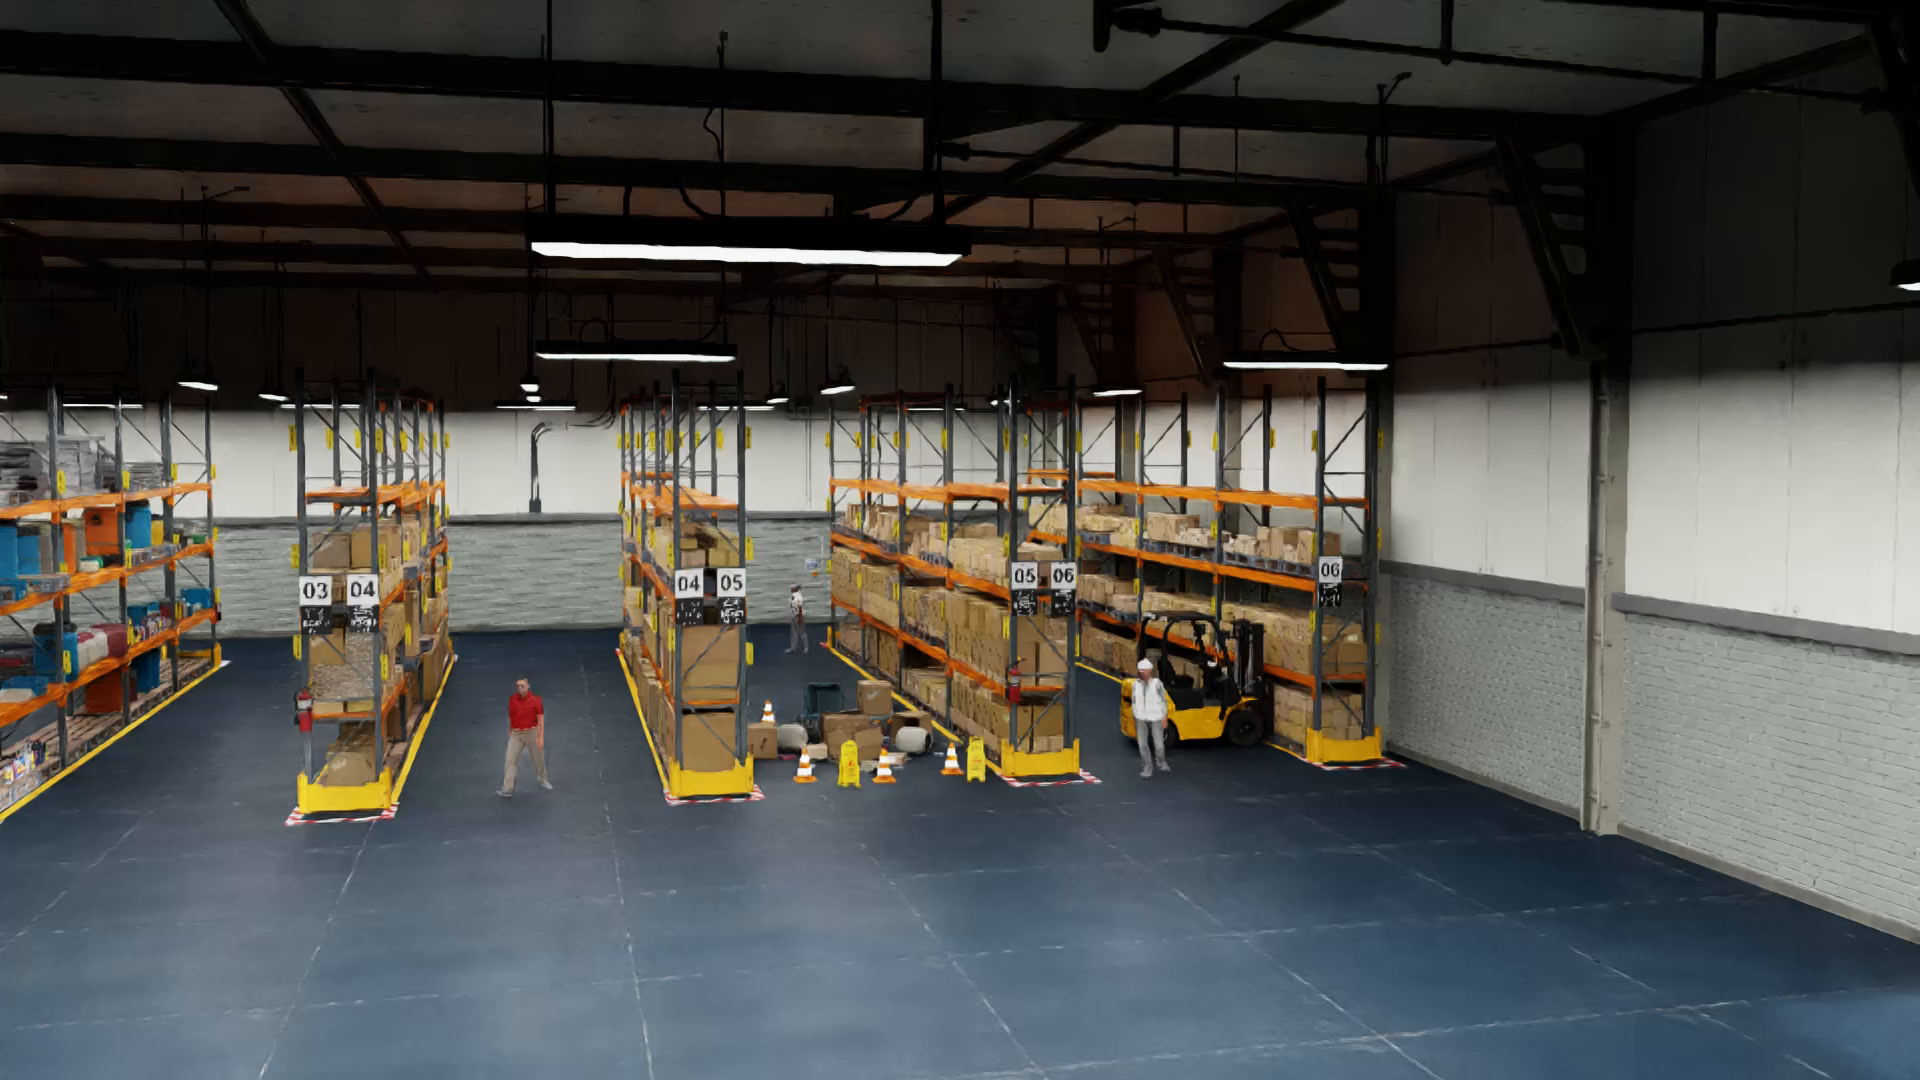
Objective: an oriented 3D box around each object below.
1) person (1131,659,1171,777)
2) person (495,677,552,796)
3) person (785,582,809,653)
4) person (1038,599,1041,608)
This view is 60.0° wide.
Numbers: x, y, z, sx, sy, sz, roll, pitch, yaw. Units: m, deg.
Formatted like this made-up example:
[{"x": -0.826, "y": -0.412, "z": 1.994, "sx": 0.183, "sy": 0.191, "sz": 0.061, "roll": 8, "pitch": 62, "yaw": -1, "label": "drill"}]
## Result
[{"x": 2.846, "y": 2.642, "z": 24.838, "sx": 0.583, "sy": 1.762, "sz": 0.571, "roll": 1, "pitch": 4, "yaw": 22, "label": "person"}, {"x": -6.161, "y": 2.759, "z": 23.528, "sx": 0.586, "sy": 1.674, "sz": 0.967, "roll": 1, "pitch": 3, "yaw": 10, "label": "person"}, {"x": -3.838, "y": 1.828, "z": 39.289, "sx": 0.495, "sy": 1.657, "sz": 0.573, "roll": -2, "pitch": 4, "yaw": -24, "label": "person"}, {"x": 1.915, "y": 1.606, "z": 42.737, "sx": 0.544, "sy": 1.714, "sz": 0.631, "roll": -3, "pitch": 5, "yaw": -43, "label": "person"}]
